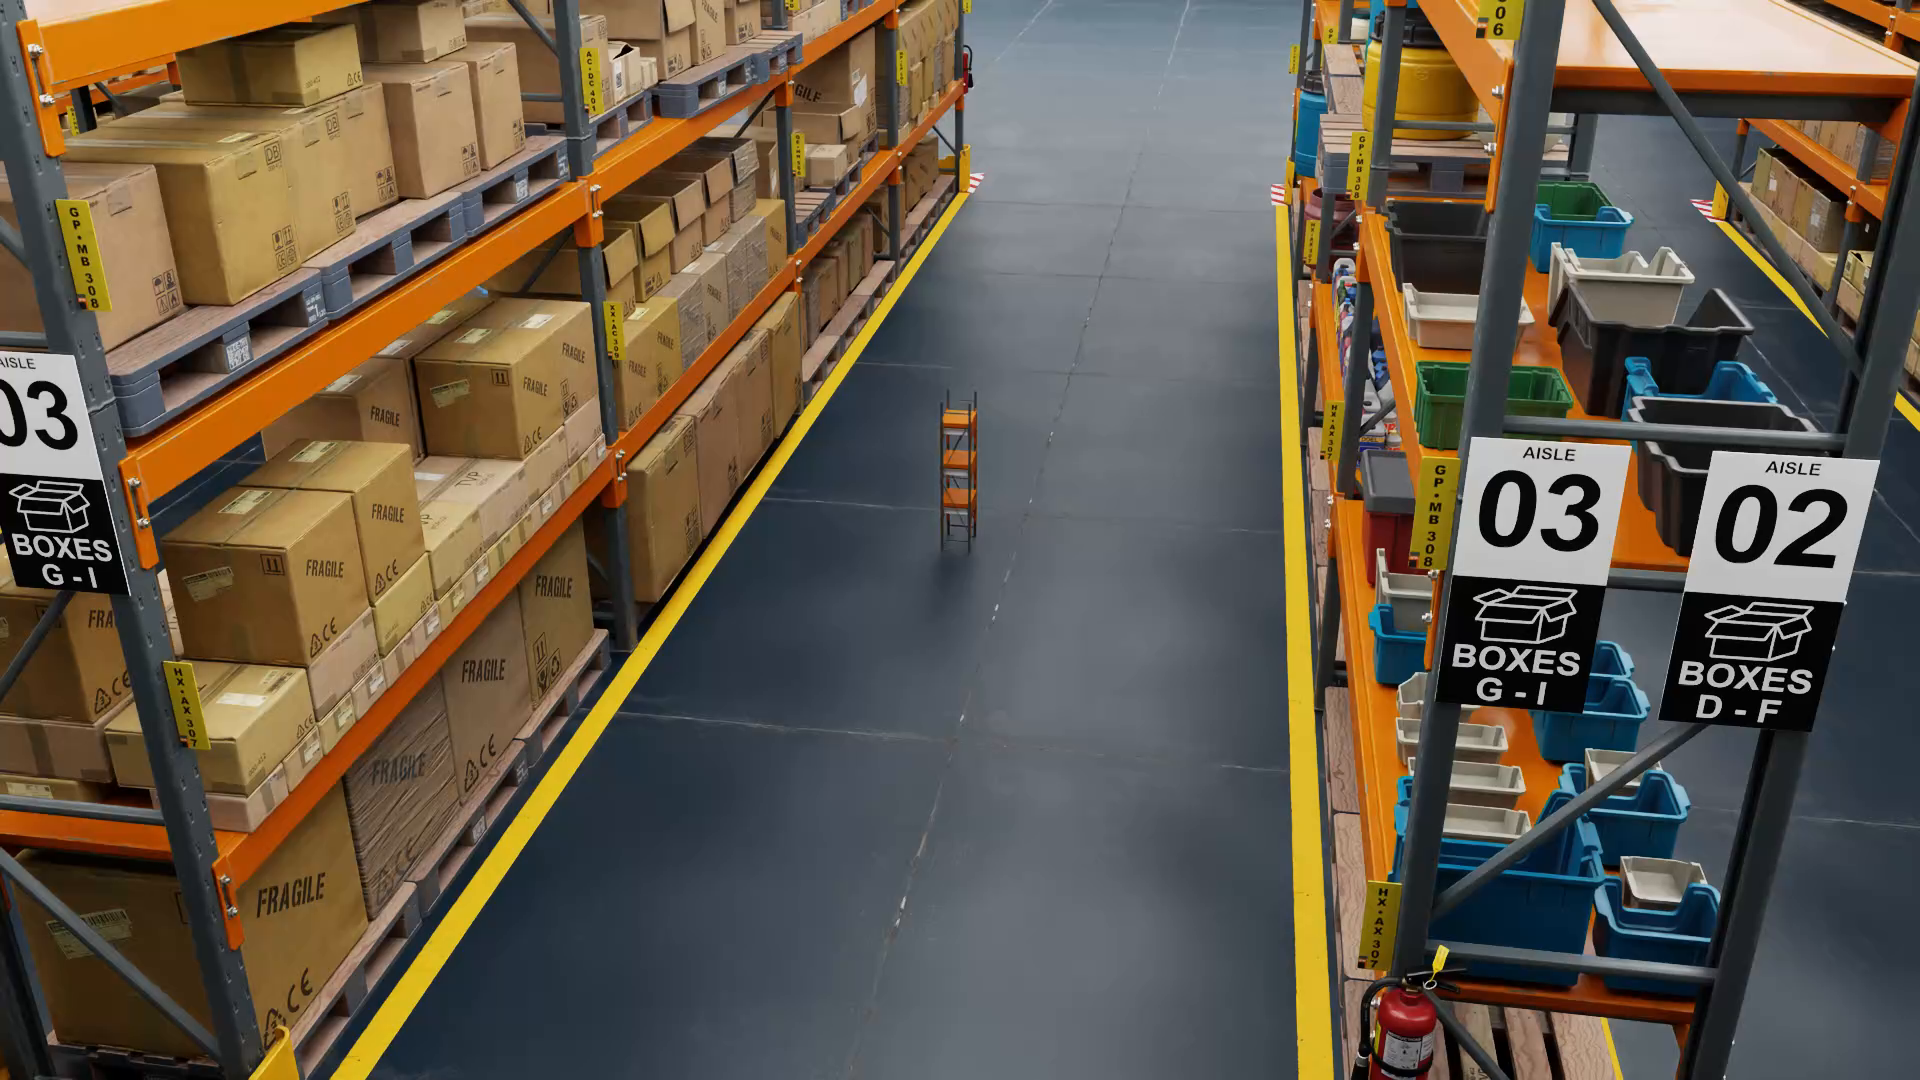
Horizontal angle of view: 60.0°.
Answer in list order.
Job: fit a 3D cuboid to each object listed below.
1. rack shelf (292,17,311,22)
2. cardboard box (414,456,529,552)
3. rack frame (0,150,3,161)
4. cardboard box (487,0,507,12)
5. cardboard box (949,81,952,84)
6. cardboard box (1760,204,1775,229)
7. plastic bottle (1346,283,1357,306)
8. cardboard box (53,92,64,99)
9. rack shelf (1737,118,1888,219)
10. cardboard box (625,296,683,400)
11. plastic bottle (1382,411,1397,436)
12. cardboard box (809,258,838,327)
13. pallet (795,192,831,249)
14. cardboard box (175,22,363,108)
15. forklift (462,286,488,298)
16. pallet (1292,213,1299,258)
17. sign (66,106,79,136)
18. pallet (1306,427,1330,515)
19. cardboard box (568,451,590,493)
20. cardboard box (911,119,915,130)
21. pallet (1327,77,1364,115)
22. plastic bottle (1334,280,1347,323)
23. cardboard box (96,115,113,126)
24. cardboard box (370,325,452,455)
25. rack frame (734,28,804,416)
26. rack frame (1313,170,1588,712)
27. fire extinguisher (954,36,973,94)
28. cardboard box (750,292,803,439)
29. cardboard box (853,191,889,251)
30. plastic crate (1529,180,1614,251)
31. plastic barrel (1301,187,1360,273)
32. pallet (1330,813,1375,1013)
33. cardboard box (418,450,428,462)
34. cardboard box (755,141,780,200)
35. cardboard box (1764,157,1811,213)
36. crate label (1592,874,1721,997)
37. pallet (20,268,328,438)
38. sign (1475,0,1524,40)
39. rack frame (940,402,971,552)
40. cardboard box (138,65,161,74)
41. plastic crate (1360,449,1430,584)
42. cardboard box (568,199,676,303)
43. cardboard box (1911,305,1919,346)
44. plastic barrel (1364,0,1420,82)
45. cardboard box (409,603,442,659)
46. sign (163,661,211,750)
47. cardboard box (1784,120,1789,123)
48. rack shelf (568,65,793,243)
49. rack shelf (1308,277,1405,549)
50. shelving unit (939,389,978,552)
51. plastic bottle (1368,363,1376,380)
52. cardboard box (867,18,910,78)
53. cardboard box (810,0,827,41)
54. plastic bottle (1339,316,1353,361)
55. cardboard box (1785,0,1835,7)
[{"bbox_3d":[-6.316,-4.671,15.001,1.077,0.370,4.000,4,25,9],"label":"rack shelf"},{"bbox_3d":[-2.399,-0.177,7.915,0.500,0.250,0.500,5,25,10],"label":"cardboard box"},{"bbox_3d":[-10.890,-4.775,17.913,1.000,3.000,0.127,4,25,9],"label":"rack frame"},{"bbox_3d":[-5.617,-5.860,18.780,0.875,0.550,0.500,4,25,9],"label":"cardboard box"},{"bbox_3d":[-0.302,-5.514,19.789,0.380,0.149,0.250,4,25,9],"label":"cardboard box"},{"bbox_3d":[8.846,-3.391,17.705,0.500,0.250,0.500,4,25,9],"label":"cardboard box"},{"bbox_3d":[2.669,-1.611,11.306,0.097,0.271,0.097,0,25,0],"label":"plastic bottle"},{"bbox_3d":[-10.443,-5.094,18.892,0.380,0.149,0.250,5,26,10],"label":"cardboard box"},{"bbox_3d":[8.987,-3.911,16.916,1.077,0.370,4.000,4,25,9],"label":"rack shelf"},{"bbox_3d":[-2.017,-1.173,10.101,0.500,0.500,0.500,4,25,9],"label":"cardboard box"},{"bbox_3d":[2.397,-0.649,9.332,0.097,0.201,0.097,0,25,0],"label":"plastic bottle"},{"bbox_3d":[-1.513,-2.235,14.916,0.700,0.500,0.500,6,26,13],"label":"cardboard box"},{"bbox_3d":[-1.755,-2.634,13.566,1.213,0.211,1.003,4,25,9],"label":"pallet"},{"bbox_3d":[-2.734,-1.893,6.601,0.500,0.250,0.500,3,25,7],"label":"cardboard box"},{"bbox_3d":[-4.566,-2.494,13.121,1.130,2.935,3.031,-15,29,-29],"label":"forklift"},{"bbox_3d":[4.122,-3.272,17.992,1.003,0.211,1.213,4,25,9],"label":"pallet"},{"bbox_3d":[-7.191,-3.363,13.531,0.100,0.325,0.005,4,25,9],"label":"sign"},{"bbox_3d":[3.032,-0.477,12.020,1.003,0.211,1.213,4,25,9],"label":"pallet"},{"bbox_3d":[-2.189,-0.371,8.800,0.380,0.149,0.250,5,25,10],"label":"cardboard box"},{"bbox_3d":[-0.682,-4.359,17.321,0.380,0.149,0.250,4,25,9],"label":"cardboard box"},{"bbox_3d":[2.680,-2.482,9.698,1.003,0.211,1.213,4,25,9],"label":"pallet"},{"bbox_3d":[2.588,-1.615,11.299,0.061,0.283,0.133,4,25,9],"label":"plastic bottle"},{"bbox_3d":[-10.364,-4.729,19.679,0.500,0.500,0.500,5,26,11],"label":"cardboard box"},{"bbox_3d":[-2.839,-0.761,8.279,0.500,0.500,0.500,4,25,9],"label":"cardboard box"},{"bbox_3d":[-1.767,-2.416,12.872,1.000,3.000,0.127,4,25,9],"label":"rack frame"},{"bbox_3d":[2.466,-0.400,8.565,1.000,3.000,0.127,4,25,9],"label":"rack frame"},{"bbox_3d":[0.014,-5.742,20.071,0.296,0.674,0.183,4,25,9],"label":"fire extinguisher"},{"bbox_3d":[-1.900,-1.356,12.620,1.225,0.875,0.875,3,25,6],"label":"cardboard box"},{"bbox_3d":[-1.008,-3.311,17.239,0.500,0.500,0.500,3,25,7],"label":"cardboard box"},{"bbox_3d":[2.695,-1.464,7.551,0.450,0.188,0.662,4,25,9],"label":"plastic crate"},{"bbox_3d":[2.897,-2.349,12.570,0.600,0.536,0.708,4,25,9],"label":"plastic barrel"},{"bbox_3d":[2.187,1.685,7.400,1.003,0.211,1.213,4,25,9],"label":"pallet"},{"bbox_3d":[-2.842,-0.423,8.442,0.500,0.250,0.500,4,25,8],"label":"cardboard box"},{"bbox_3d":[-1.718,-2.880,13.251,0.500,0.500,0.500,1,25,2],"label":"cardboard box"},{"bbox_3d":[8.857,-3.730,17.544,0.500,0.500,0.500,4,25,9],"label":"cardboard box"},{"bbox_3d":[2.178,1.242,5.186,0.416,0.233,0.303,4,25,9],"label":"crate label"},{"bbox_3d":[-2.963,-0.699,5.772,1.003,0.211,1.213,4,25,9],"label":"pallet"},{"bbox_3d":[1.267,-1.329,3.855,0.100,0.325,0.005,4,25,9],"label":"sign"},{"bbox_3d":[-0.029,-0.402,10.871,0.200,1.050,0.008,4,25,9],"label":"rack frame"},{"bbox_3d":[-10.093,-5.834,20.472,0.380,0.149,0.250,4,25,9],"label":"cardboard box"},{"bbox_3d":[2.073,-0.100,7.778,0.402,0.464,0.583,4,25,9],"label":"plastic crate"},{"bbox_3d":[-2.200,-1.796,10.248,0.797,0.503,0.637,4,25,9],"label":"cardboard box"},{"bbox_3d":[8.096,-1.801,13.646,0.500,0.311,0.500,5,25,10],"label":"cardboard box"},{"bbox_3d":[2.594,-2.900,9.282,0.600,0.901,0.708,4,25,9],"label":"plastic barrel"},{"bbox_3d":[-2.483,0.381,7.195,0.380,0.149,0.250,4,25,8],"label":"cardboard box"},{"bbox_3d":[-2.527,0.543,5.437,0.100,0.325,0.005,4,25,9],"label":"sign"},{"bbox_3d":[9.143,-4.705,17.645,0.700,0.500,0.500,5,25,10],"label":"cardboard box"},{"bbox_3d":[-2.093,-2.612,10.602,1.077,0.370,4.000,4,25,9],"label":"rack shelf"},{"bbox_3d":[2.793,-0.910,10.505,1.077,0.370,4.000,4,25,9],"label":"rack shelf"},{"bbox_3d":[-0.009,-0.453,10.980,0.215,1.050,0.252,4,25,9],"label":"shelving unit"},{"bbox_3d":[2.354,-0.894,9.769,0.152,0.276,0.135,4,25,9],"label":"plastic bottle"},{"bbox_3d":[-0.788,-4.892,16.515,0.500,0.500,0.500,4,25,9],"label":"cardboard box"},{"bbox_3d":[-1.354,-4.100,13.109,0.500,0.250,0.500,5,25,10],"label":"cardboard box"},{"bbox_3d":[2.504,-1.278,10.588,0.152,0.276,0.135,4,25,9],"label":"plastic bottle"},{"bbox_3d":[9.216,-5.490,17.792,0.700,0.500,0.500,4,25,9],"label":"cardboard box"}]
